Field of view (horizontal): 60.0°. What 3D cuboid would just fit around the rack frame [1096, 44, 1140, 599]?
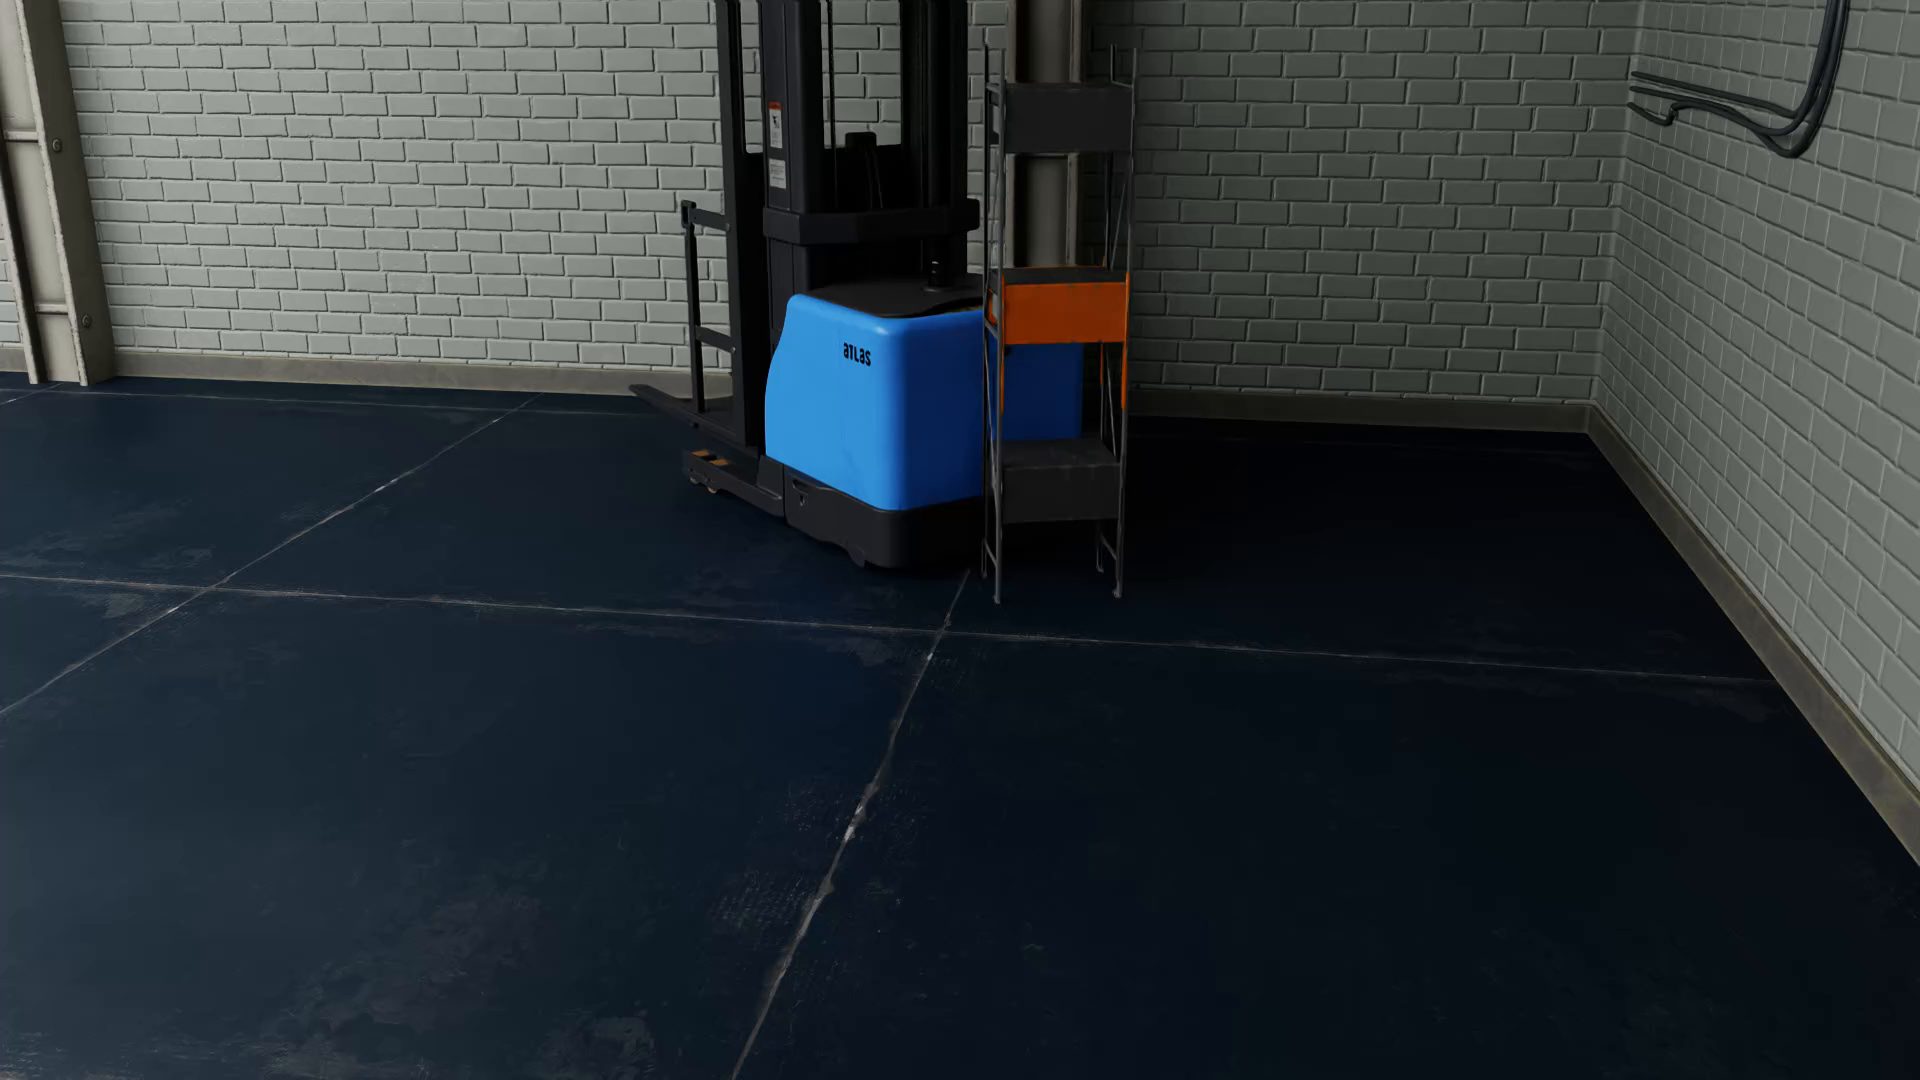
[{"bbox_3d":[0.607,-0.823,6.454,0.015,2.100,0.400,-3,19,-8],"label":"rack frame"}]

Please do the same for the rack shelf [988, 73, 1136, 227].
[{"bbox_3d":[0.366,-1.463,6.204,0.480,0.518,0.431,-3,19,-8],"label":"rack shelf"}]

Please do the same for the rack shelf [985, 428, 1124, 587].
[{"bbox_3d":[0.366,-0.136,6.648,0.480,0.518,0.431,-3,19,-8],"label":"rack shelf"}]

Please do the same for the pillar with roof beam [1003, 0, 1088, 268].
[{"bbox_3d":[-0.228,-3.612,3.917,0.400,9.000,9.100,3,19,9],"label":"pillar with roof beam"}]

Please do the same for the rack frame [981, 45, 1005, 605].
[{"bbox_3d":[0.124,-0.802,6.390,0.015,2.100,0.400,-3,19,-8],"label":"rack frame"}]

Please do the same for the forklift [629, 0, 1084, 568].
[{"bbox_3d":[-0.700,-1.685,7.721,1.130,2.935,3.031,-12,22,-32],"label":"forklift"}]

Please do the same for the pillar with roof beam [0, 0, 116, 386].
[{"bbox_3d":[-6.152,-3.914,4.819,0.400,9.000,9.100,3,19,9],"label":"pillar with roof beam"}]

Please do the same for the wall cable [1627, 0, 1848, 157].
[{"bbox_3d":[3.154,-2.926,6.759,0.112,2.526,3.097,3,19,9],"label":"wall cable"}]

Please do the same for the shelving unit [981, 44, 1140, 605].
[{"bbox_3d":[0.366,-0.812,6.422,0.503,2.100,0.431,-3,19,-8],"label":"shelving unit"}]

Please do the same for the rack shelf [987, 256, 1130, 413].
[{"bbox_3d":[0.366,-0.799,6.426,0.480,0.518,0.431,-3,19,-8],"label":"rack shelf"}]
